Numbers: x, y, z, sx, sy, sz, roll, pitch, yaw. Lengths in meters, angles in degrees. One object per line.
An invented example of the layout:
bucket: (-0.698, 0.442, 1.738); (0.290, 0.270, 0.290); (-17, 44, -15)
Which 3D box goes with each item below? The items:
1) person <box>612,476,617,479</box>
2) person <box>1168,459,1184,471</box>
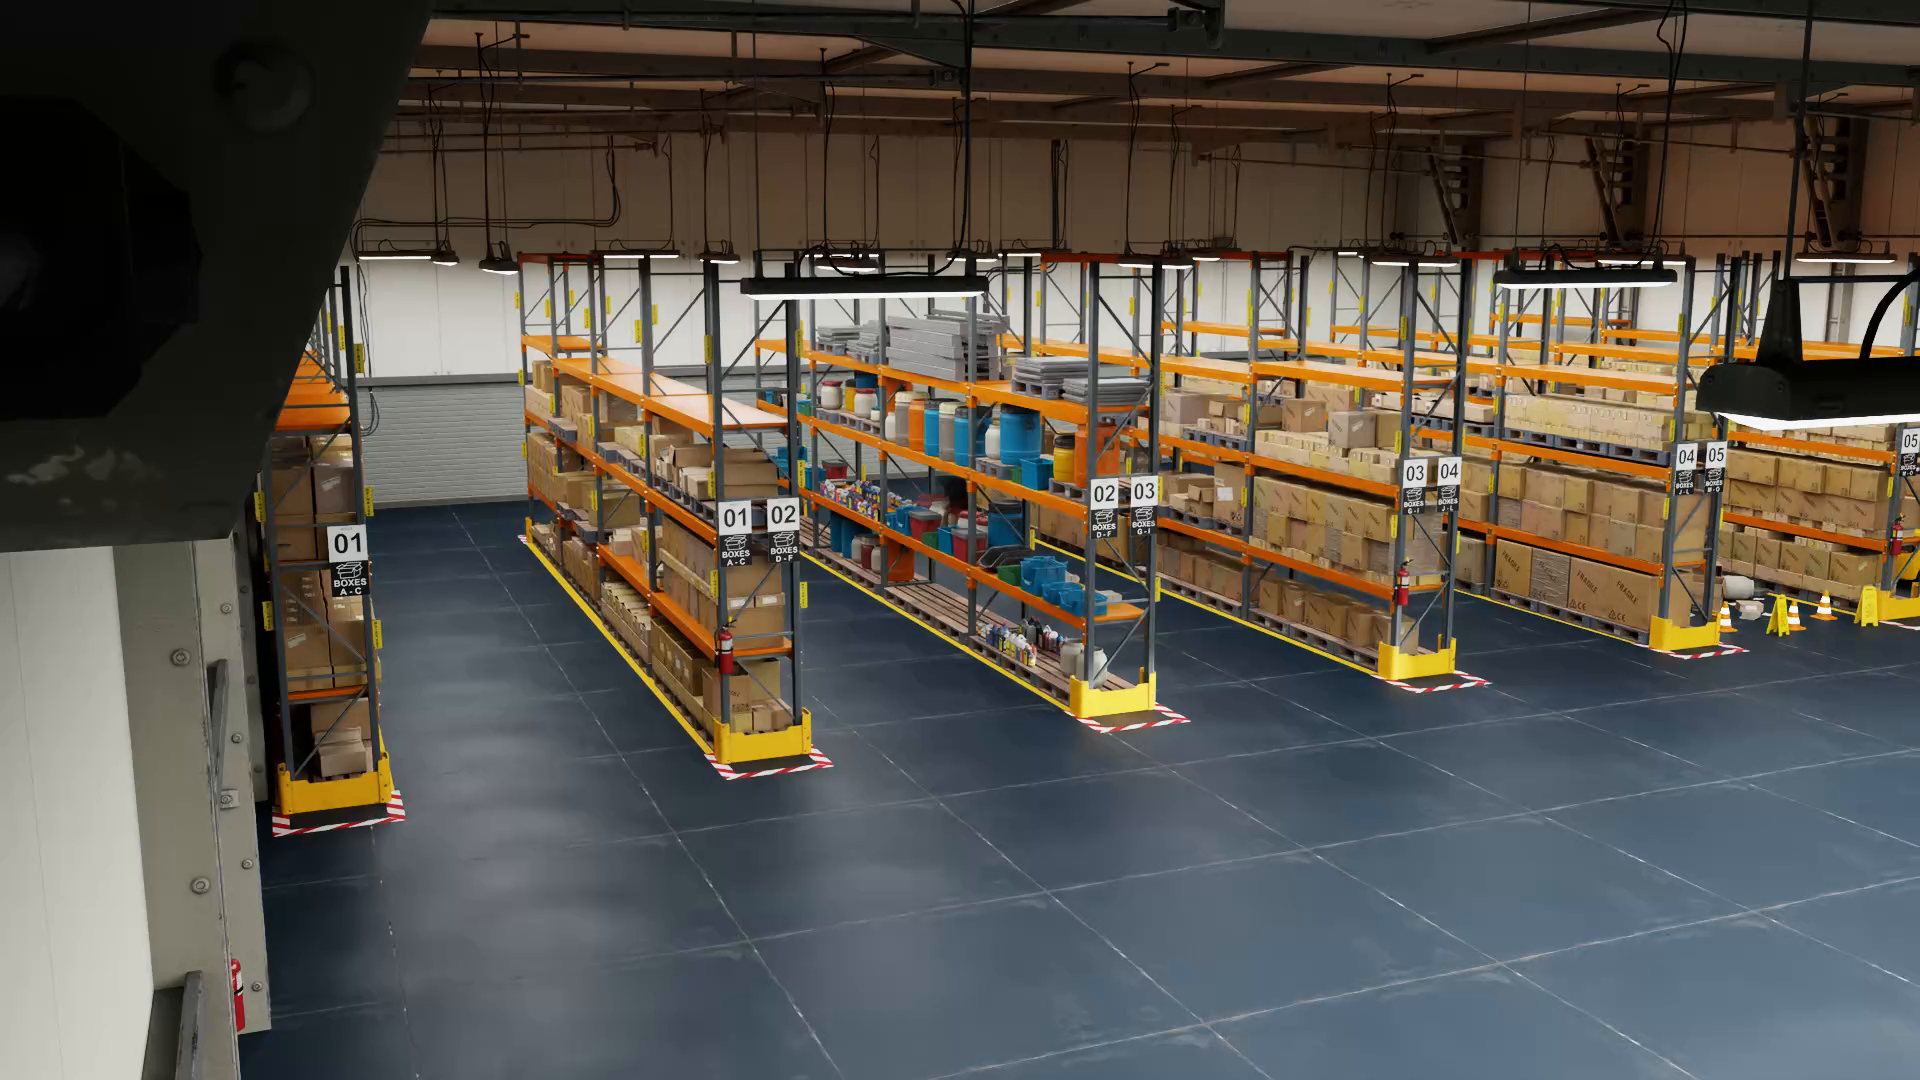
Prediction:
person: (-7.388, -1.103, 36.081); (0.699, 1.573, 0.593); (2, 10, 8)
person: (5.422, -2.028, 41.604); (0.457, 1.469, 0.616); (3, 11, 15)
